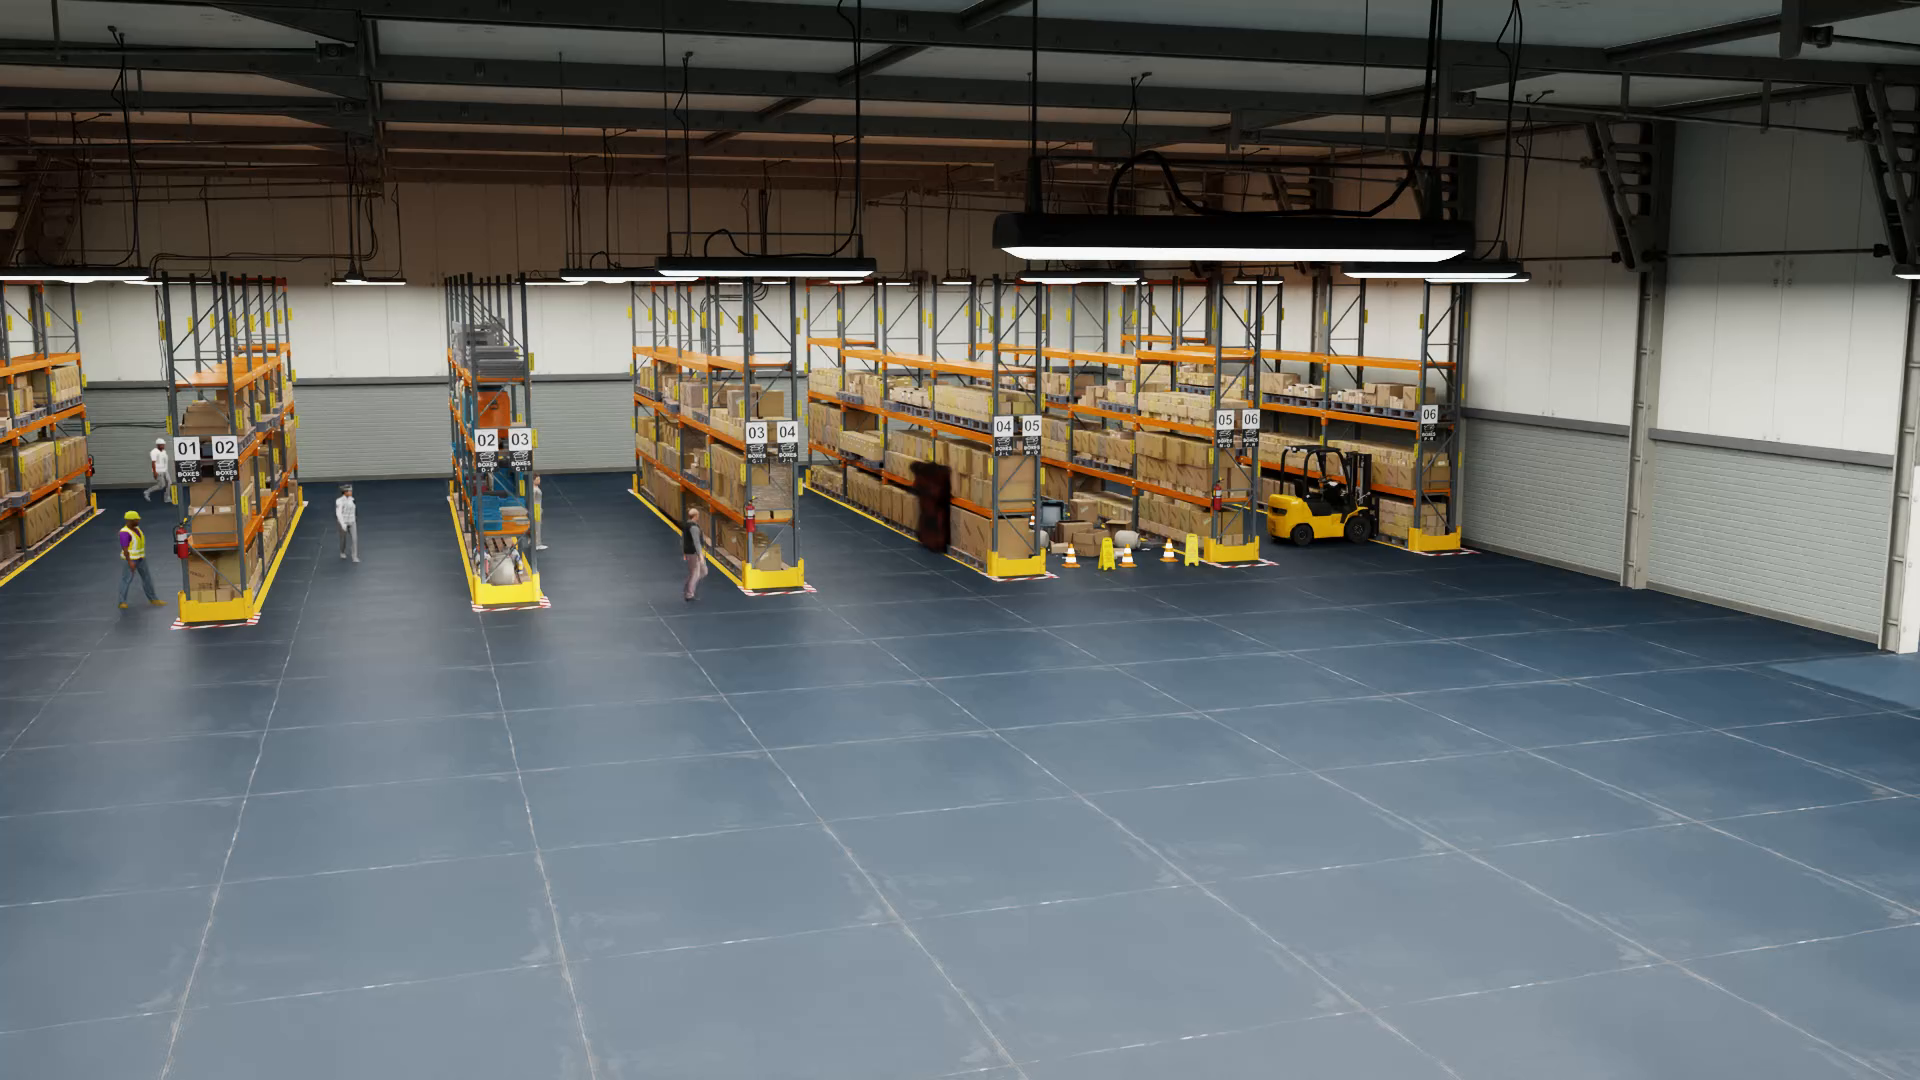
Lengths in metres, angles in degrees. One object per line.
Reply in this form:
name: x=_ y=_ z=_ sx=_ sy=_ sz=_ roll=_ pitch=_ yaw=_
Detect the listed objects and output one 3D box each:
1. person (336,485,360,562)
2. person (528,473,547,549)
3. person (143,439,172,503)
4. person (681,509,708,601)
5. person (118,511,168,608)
person: x=-12.911 y=-0.357 z=35.017 sx=0.420 sy=1.624 sz=0.980 roll=-4 pitch=10 yaw=-25
person: x=-9.373 y=-0.643 z=36.729 sx=0.403 sy=1.680 sz=0.514 roll=-4 pitch=9 yaw=-24
person: x=-21.459 y=-1.851 z=44.512 sx=0.748 sy=1.735 sz=0.648 roll=0 pitch=9 yaw=-3
person: x=-4.869 y=0.274 z=30.486 sx=0.490 sy=1.719 sz=0.531 roll=-2 pitch=9 yaw=-10
person: x=-14.829 y=0.347 z=29.966 sx=0.634 sy=1.767 sz=0.704 roll=2 pitch=9 yaw=13
